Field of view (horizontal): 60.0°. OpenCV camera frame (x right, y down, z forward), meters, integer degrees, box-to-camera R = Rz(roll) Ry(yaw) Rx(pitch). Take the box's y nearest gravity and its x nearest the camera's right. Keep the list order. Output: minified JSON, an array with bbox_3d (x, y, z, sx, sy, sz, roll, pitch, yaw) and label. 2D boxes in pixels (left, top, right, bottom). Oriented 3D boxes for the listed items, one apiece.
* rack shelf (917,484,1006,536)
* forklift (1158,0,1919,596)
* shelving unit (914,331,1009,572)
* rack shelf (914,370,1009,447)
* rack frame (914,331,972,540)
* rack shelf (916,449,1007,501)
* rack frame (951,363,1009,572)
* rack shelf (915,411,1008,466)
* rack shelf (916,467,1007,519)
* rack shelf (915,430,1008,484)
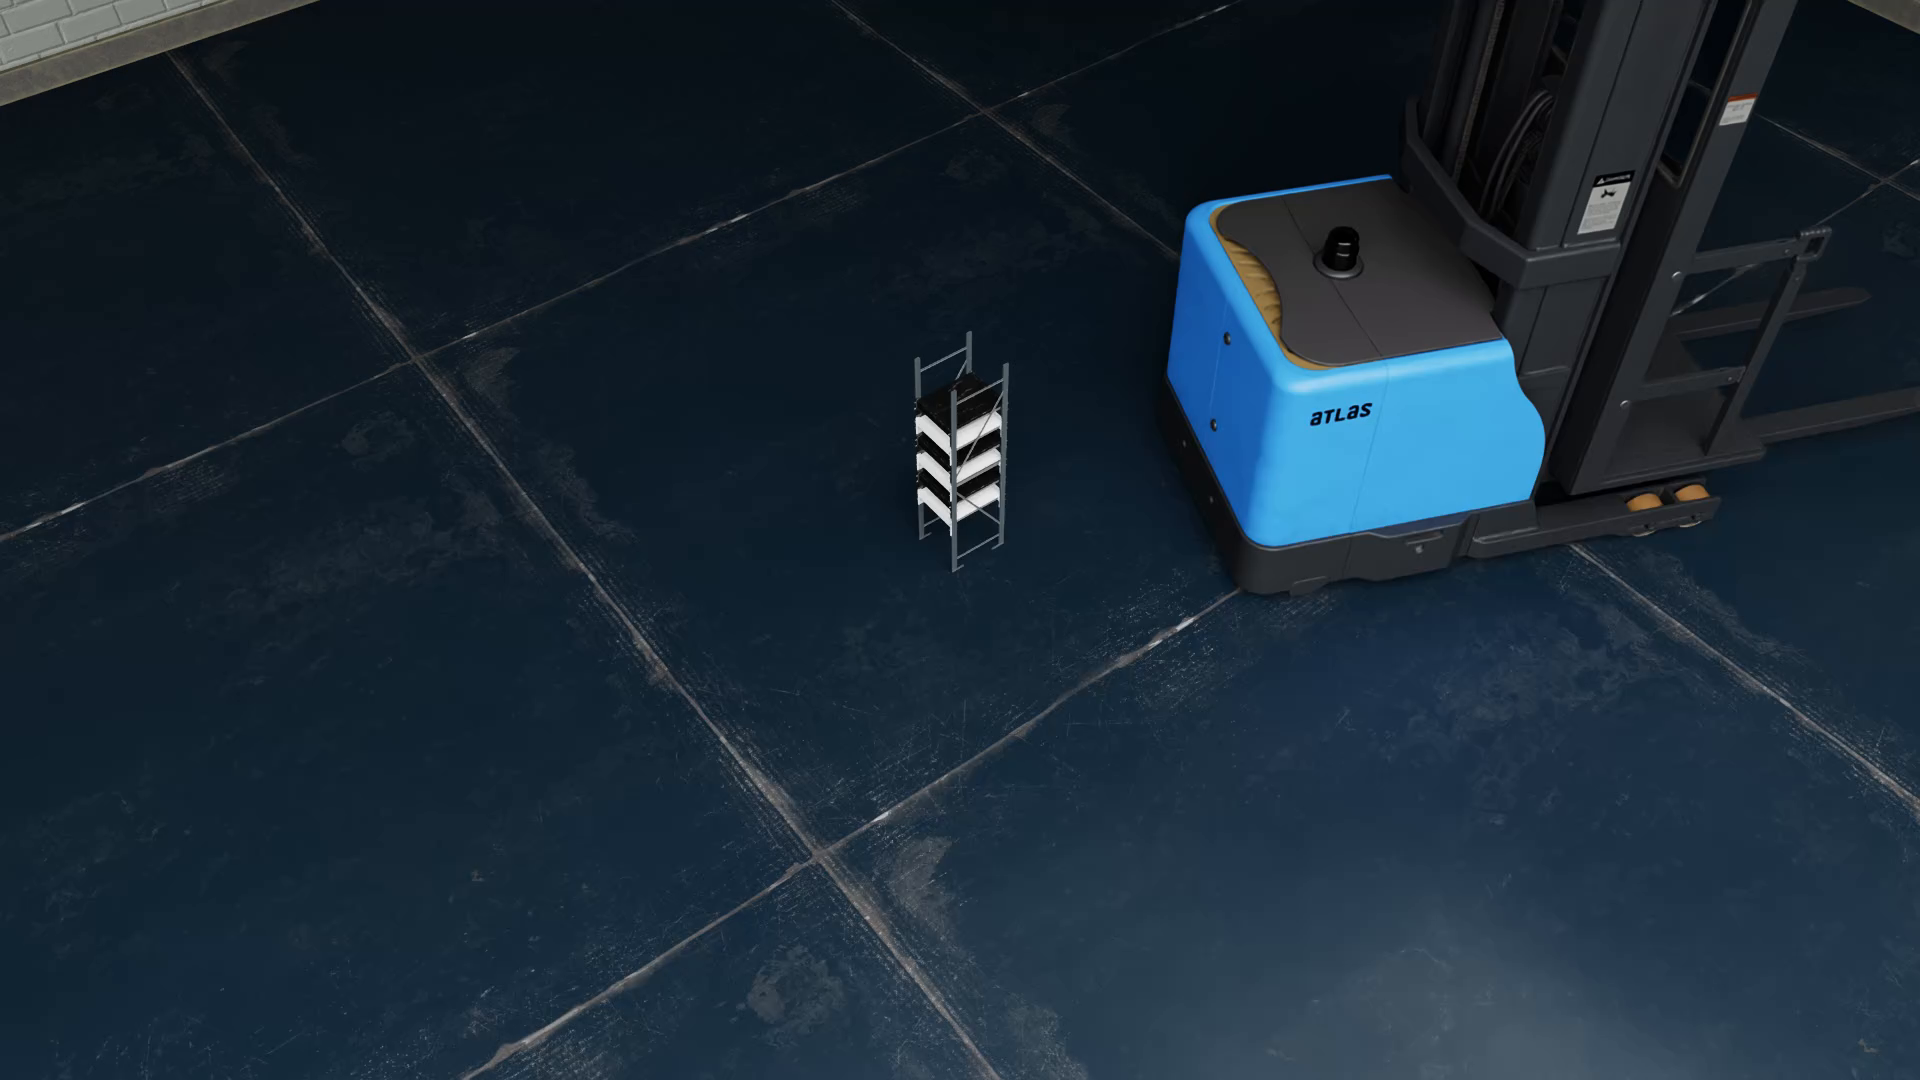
[{"bbox_3d":[0.005,-0.154,6.070,0.258,0.077,0.200,-29,54,-24],"label":"rack shelf"},{"bbox_3d":[2.357,-1.370,5.514,3.031,2.935,1.130,-10,49,-9],"label":"forklift"},{"bbox_3d":[0.005,-0.297,5.912,0.258,0.900,0.210,-29,54,-24],"label":"shelving unit"},{"bbox_3d":[0.005,-0.456,5.737,0.258,0.077,0.200,-29,54,-24],"label":"rack shelf"},{"bbox_3d":[-0.057,-0.357,5.967,0.240,0.900,0.006,-29,54,-24],"label":"rack frame"},{"bbox_3d":[0.005,-0.275,5.937,0.258,0.077,0.200,-29,54,-24],"label":"rack shelf"},{"bbox_3d":[0.066,-0.237,5.858,0.240,0.900,0.006,-29,54,-24],"label":"rack frame"},{"bbox_3d":[0.005,-0.396,5.804,0.258,0.077,0.200,-29,54,-24],"label":"rack shelf"},{"bbox_3d":[0.005,-0.215,6.004,0.258,0.077,0.200,-29,54,-24],"label":"rack shelf"},{"bbox_3d":[0.005,-0.336,5.870,0.258,0.077,0.200,-29,54,-24],"label":"rack shelf"}]
